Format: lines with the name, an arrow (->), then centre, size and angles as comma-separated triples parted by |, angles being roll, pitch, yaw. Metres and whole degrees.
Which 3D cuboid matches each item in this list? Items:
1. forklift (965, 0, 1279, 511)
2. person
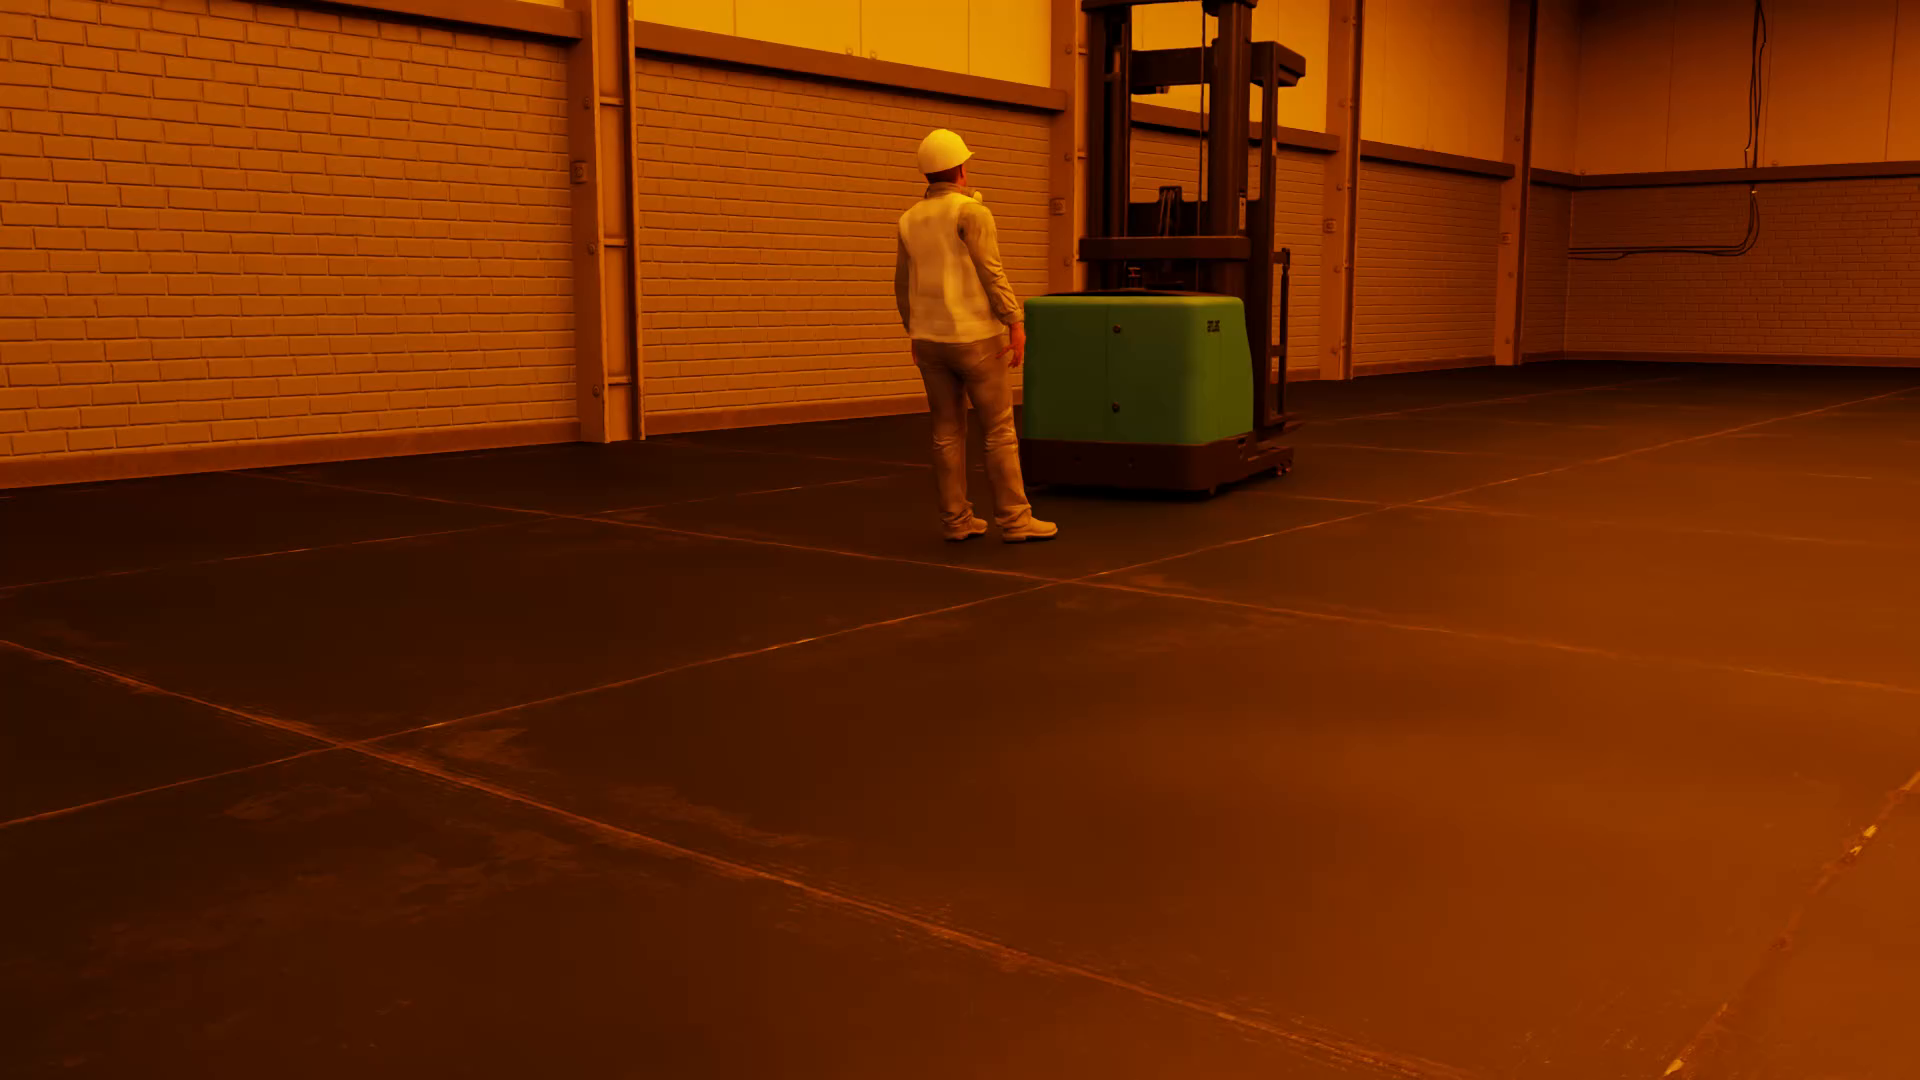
forklift -> 1.111, -1.767, 9.358 | 1.130, 2.935, 3.031 | 4, 9, 25
person -> -0.099, -0.861, 7.864 | 0.919, 1.575, 1.248 | -3, 9, -18
